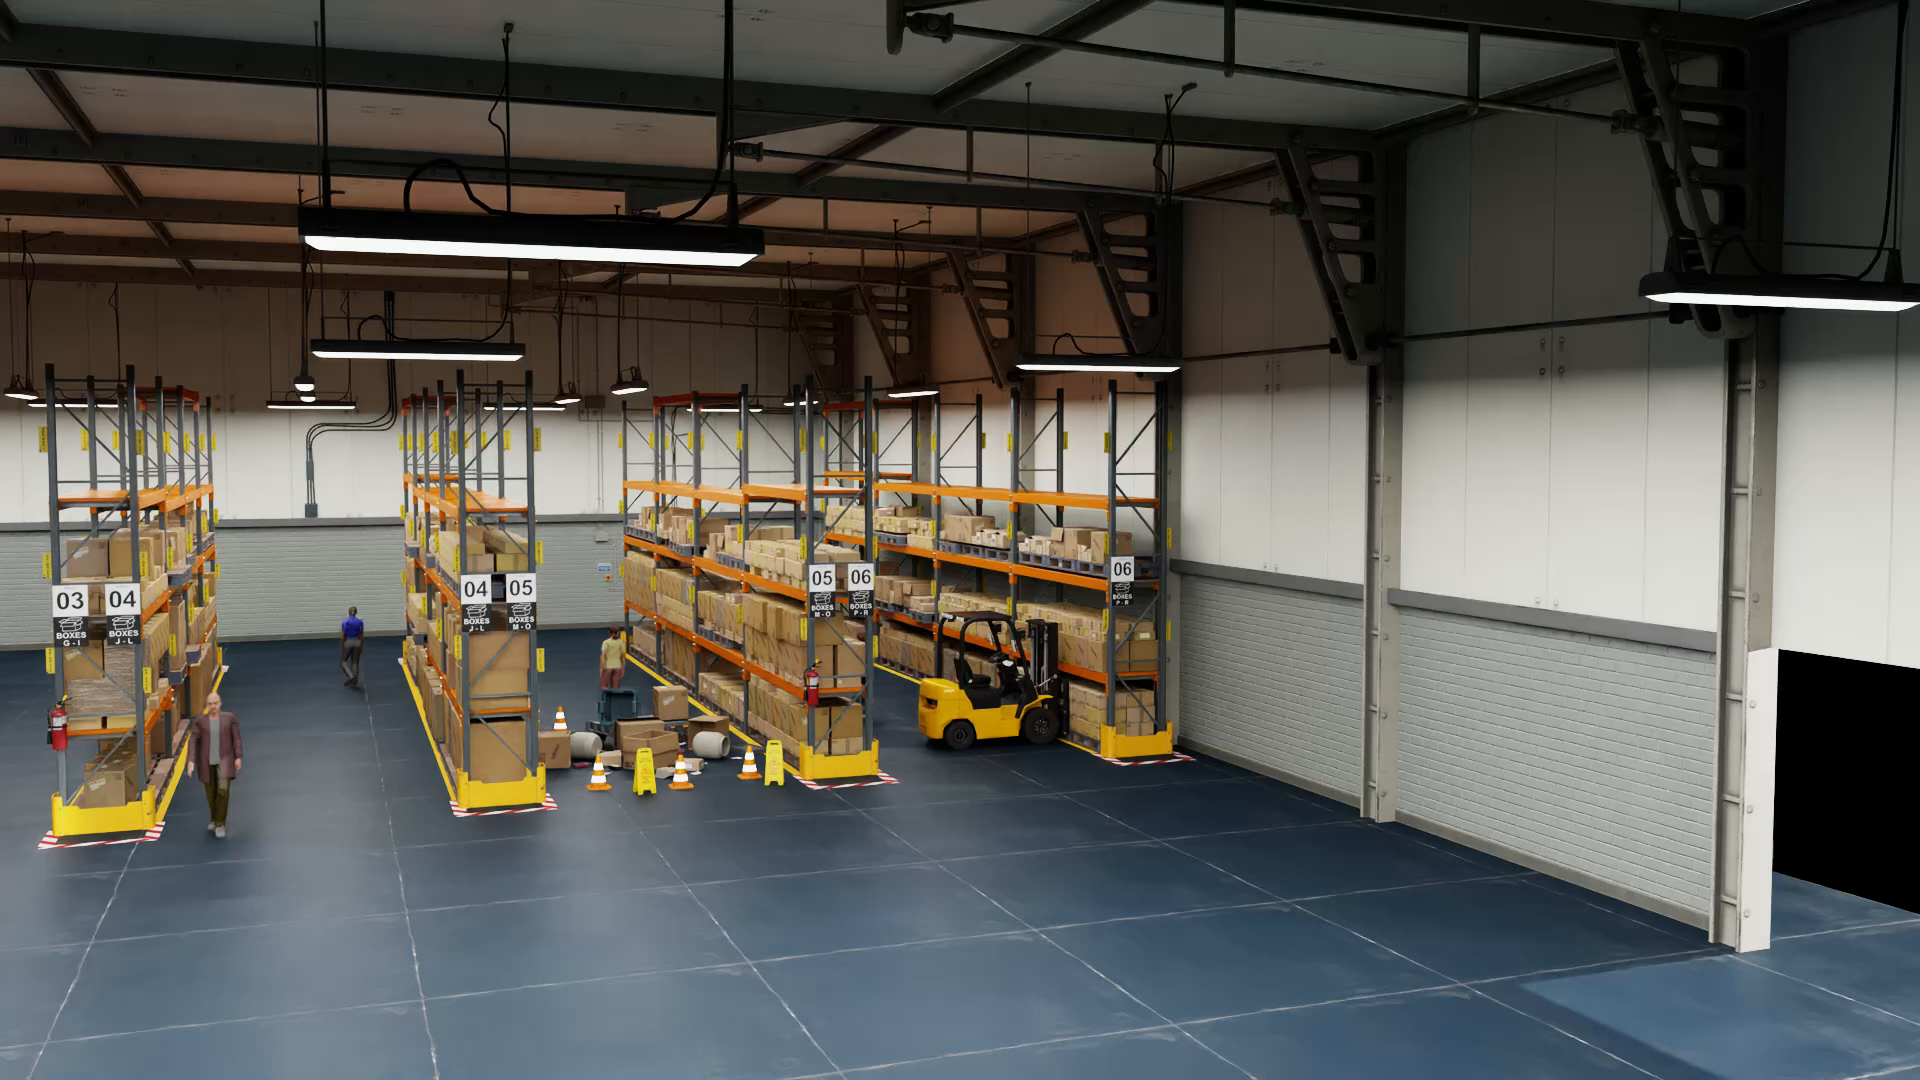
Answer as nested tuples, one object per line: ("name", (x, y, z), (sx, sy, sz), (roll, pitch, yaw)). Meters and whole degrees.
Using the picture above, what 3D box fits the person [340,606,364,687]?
("person", (-12.411, 2.182, 33.992), (0.487, 1.654, 0.471), (-3, 4, -39))

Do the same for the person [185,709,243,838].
("person", (-9.562, 2.983, 21.327), (0.650, 1.631, 0.639), (-1, 3, -16))

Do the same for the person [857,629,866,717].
("person", (-1.772, 2.428, 30.216), (0.440, 1.605, 0.374), (-2, 4, -26))

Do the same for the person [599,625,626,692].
("person", (-6.336, 2.383, 30.379), (0.483, 1.671, 0.463), (-1, 4, -22))
